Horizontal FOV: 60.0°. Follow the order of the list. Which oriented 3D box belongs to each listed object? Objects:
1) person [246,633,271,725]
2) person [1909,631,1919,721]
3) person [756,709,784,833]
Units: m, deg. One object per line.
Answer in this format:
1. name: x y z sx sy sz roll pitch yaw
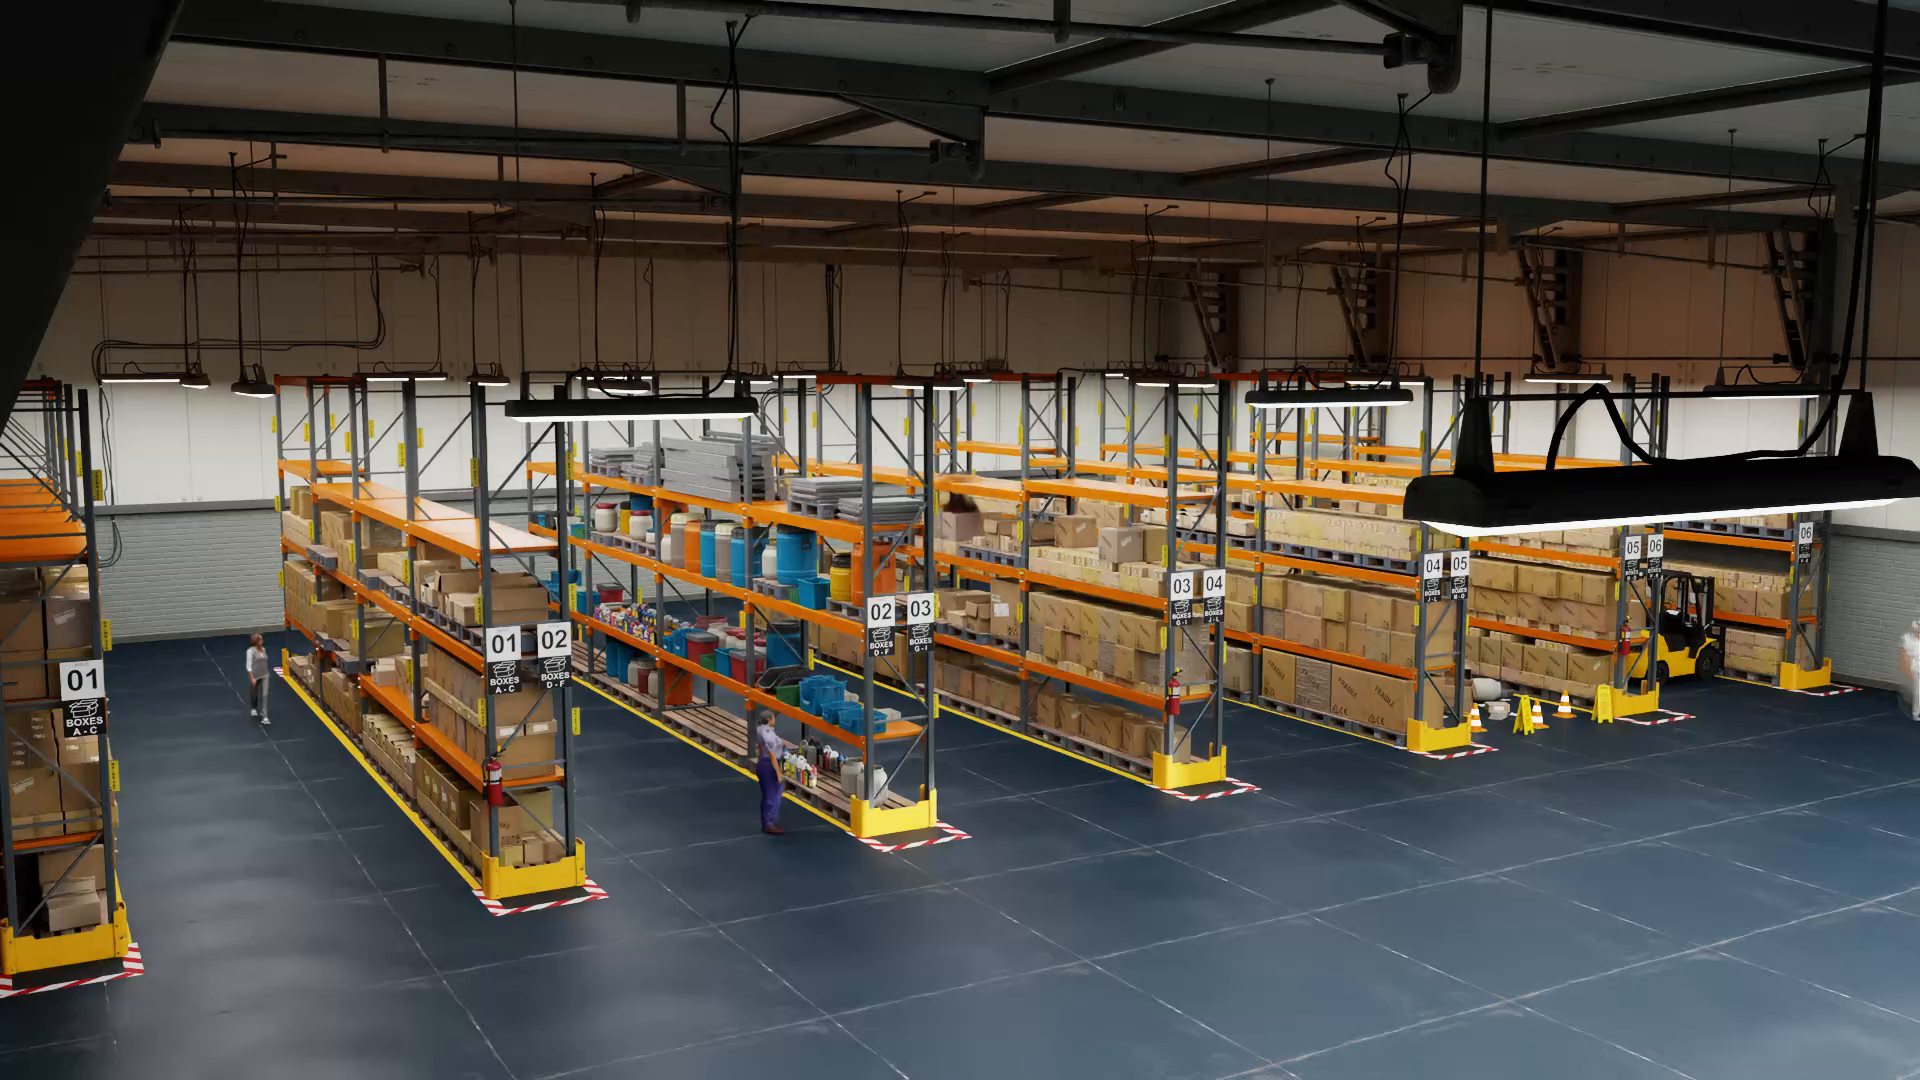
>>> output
1. person: -12.214 2.388 28.925 0.395 1.556 0.823 -4 7 -30
2. person: 16.825 2.326 28.943 0.492 1.657 0.450 2 7 17
3. person: -2.542 3.116 22.268 0.378 1.718 0.494 -1 6 -6
